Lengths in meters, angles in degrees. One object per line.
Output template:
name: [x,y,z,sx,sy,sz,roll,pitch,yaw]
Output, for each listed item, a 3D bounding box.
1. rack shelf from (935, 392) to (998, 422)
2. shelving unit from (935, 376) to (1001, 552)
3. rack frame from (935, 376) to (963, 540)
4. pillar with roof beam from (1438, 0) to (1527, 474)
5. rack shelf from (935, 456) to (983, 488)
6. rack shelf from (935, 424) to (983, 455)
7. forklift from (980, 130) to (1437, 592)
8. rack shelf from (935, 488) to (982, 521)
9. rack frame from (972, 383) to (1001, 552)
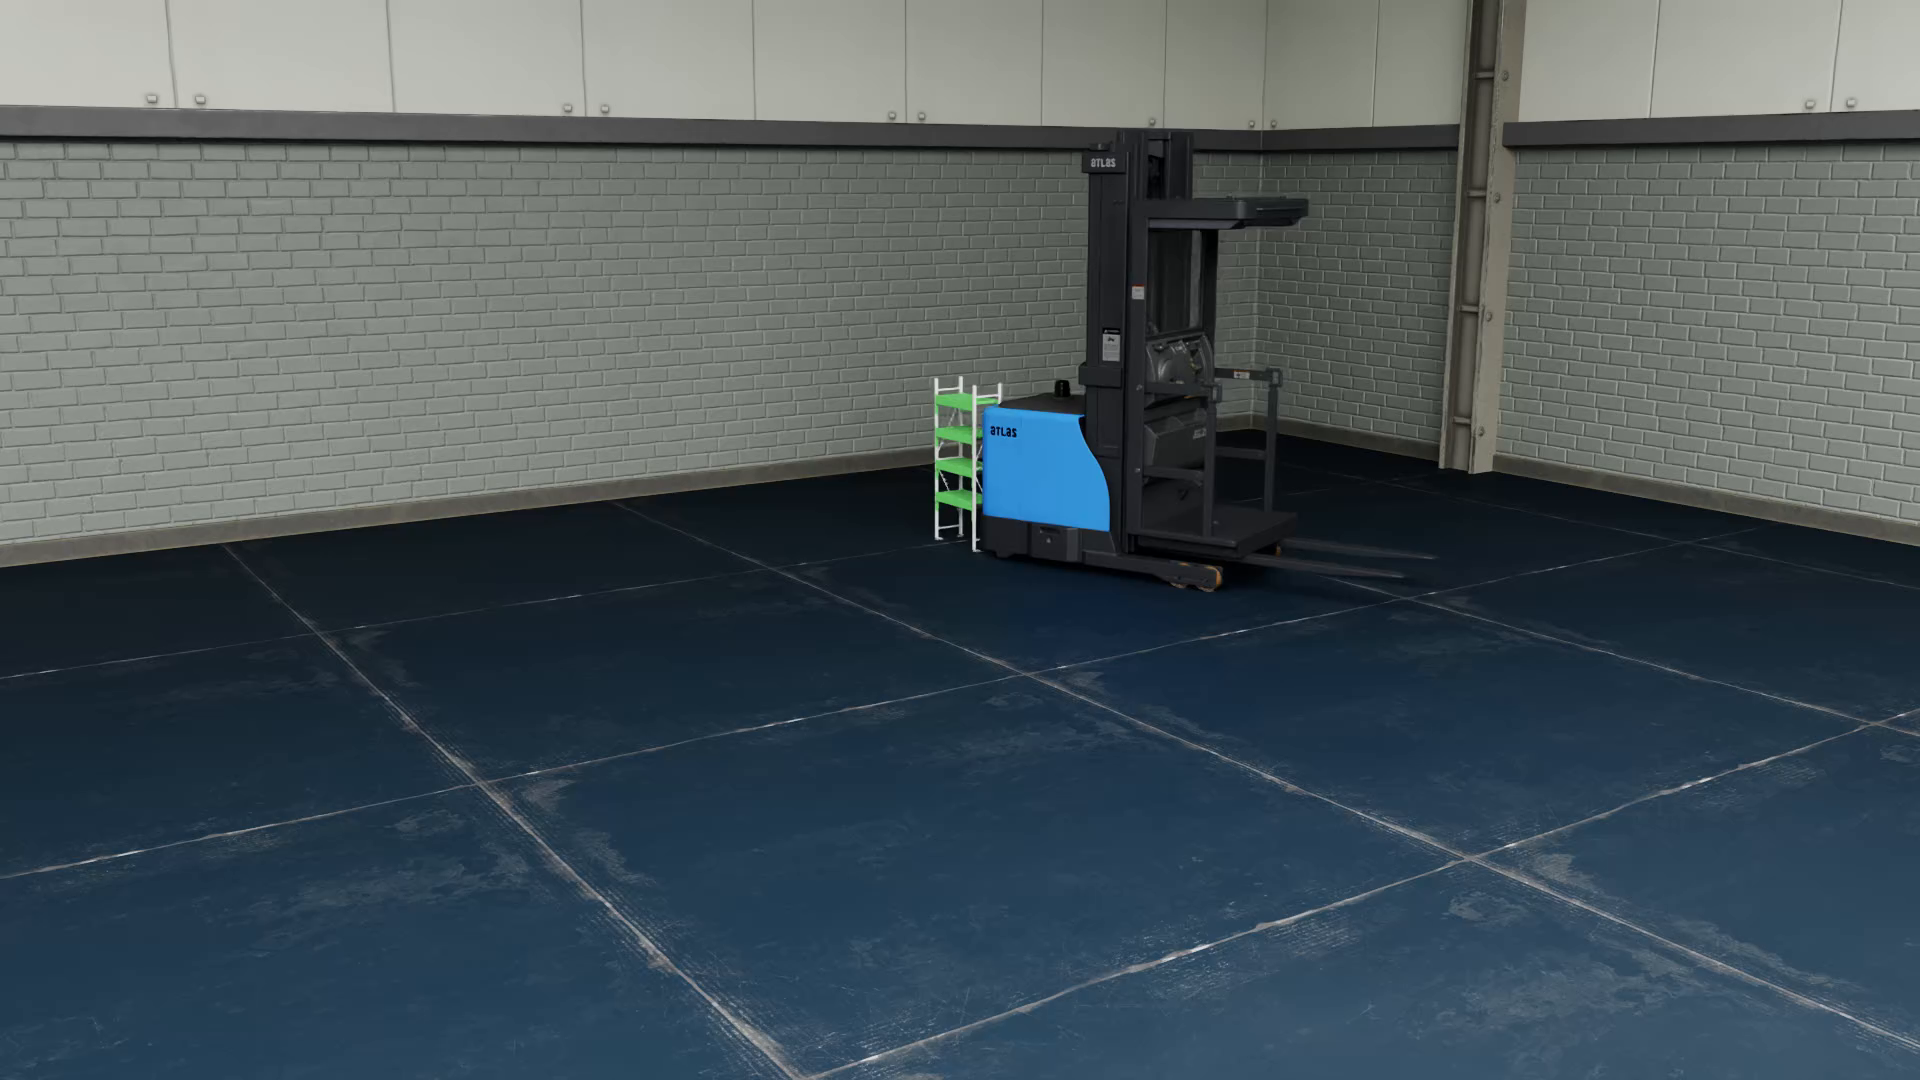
rack shelf: [0.055,-0.968,12.030,0.258,0.148,0.480,-8,15,-33]
shelving unit: [0.055,-0.561,12.119,0.258,1.200,0.503,-8,15,-33]
rack frame: [-0.083,-0.604,12.315,0.240,1.200,0.015,-8,15,-33]
pillar with roof beam: [1.089,-4.541,12.061,9.100,9.000,0.400,-8,15,-33]
rack shelf: [0.055,-0.499,12.132,0.258,0.148,0.480,-8,15,-33]
rack shelf: [0.055,-0.733,12.081,0.258,0.148,0.480,-8,15,-33]
forklift: [1.655,-1.223,11.093,3.031,2.935,1.130,8,15,32]
rack shelf: [0.055,-0.264,12.184,0.258,0.148,0.480,-8,15,-33]
rack frame: [0.192,-0.518,11.922,0.240,1.200,0.015,-8,15,-33]
